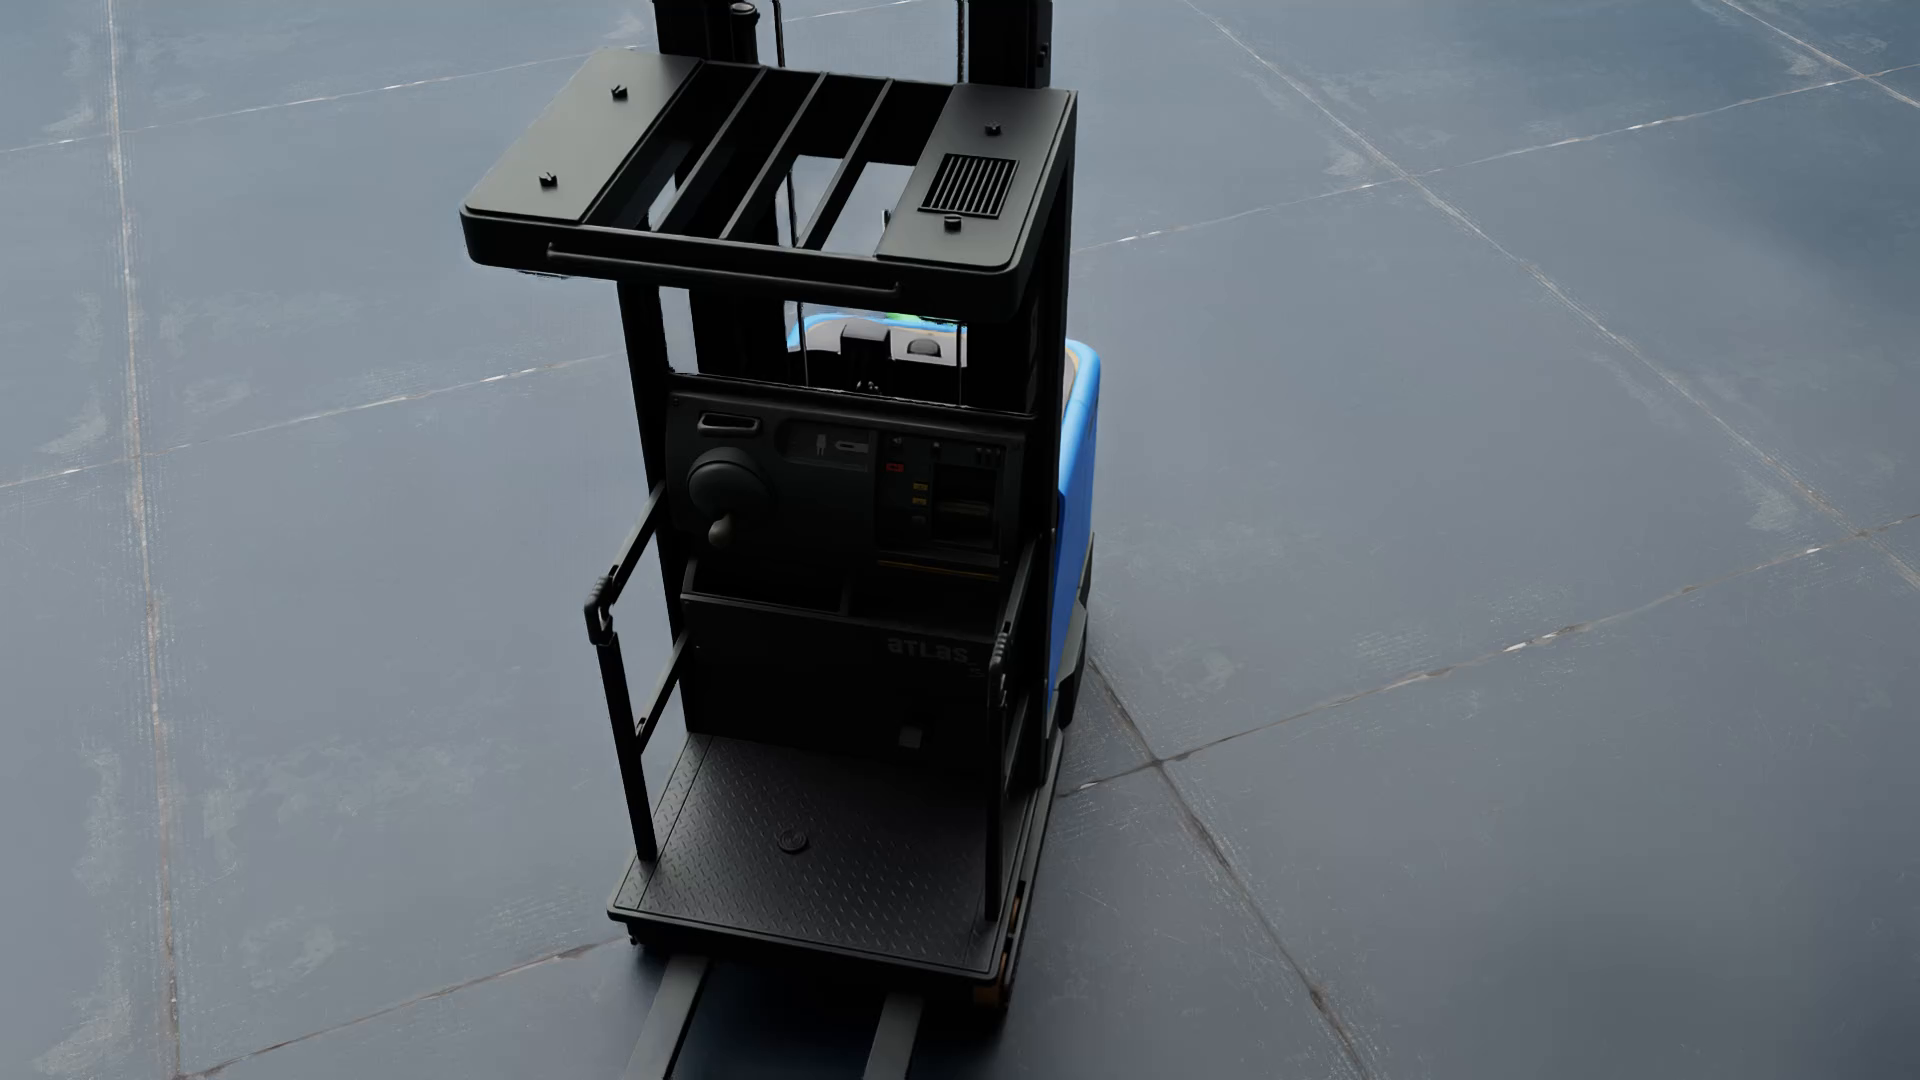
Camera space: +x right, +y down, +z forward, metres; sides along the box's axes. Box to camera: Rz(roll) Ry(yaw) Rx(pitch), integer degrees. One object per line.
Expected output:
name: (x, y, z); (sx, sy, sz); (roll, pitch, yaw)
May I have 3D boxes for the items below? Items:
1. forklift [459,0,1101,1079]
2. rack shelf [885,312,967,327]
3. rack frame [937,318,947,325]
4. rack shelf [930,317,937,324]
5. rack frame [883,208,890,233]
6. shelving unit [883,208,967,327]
forklift: (-0.341, -0.061, 4.072); (1.130, 2.935, 3.031); (8, 41, 9)
rack shelf: (-0.060, -0.702, 5.876); (0.258, 0.148, 0.480); (-15, 43, -17)
rack frame: (0.035, -0.422, 5.820); (0.240, 1.200, 0.015); (-15, 43, -17)
rack shelf: (-0.060, -0.884, 5.719); (0.258, 0.148, 0.480); (-15, 43, -17)
rack frame: (-0.154, -0.715, 6.161); (0.240, 1.200, 0.015); (-15, 43, -17)
shelving unit: (-0.060, -0.568, 5.991); (0.258, 1.200, 0.503); (-15, 43, -17)
